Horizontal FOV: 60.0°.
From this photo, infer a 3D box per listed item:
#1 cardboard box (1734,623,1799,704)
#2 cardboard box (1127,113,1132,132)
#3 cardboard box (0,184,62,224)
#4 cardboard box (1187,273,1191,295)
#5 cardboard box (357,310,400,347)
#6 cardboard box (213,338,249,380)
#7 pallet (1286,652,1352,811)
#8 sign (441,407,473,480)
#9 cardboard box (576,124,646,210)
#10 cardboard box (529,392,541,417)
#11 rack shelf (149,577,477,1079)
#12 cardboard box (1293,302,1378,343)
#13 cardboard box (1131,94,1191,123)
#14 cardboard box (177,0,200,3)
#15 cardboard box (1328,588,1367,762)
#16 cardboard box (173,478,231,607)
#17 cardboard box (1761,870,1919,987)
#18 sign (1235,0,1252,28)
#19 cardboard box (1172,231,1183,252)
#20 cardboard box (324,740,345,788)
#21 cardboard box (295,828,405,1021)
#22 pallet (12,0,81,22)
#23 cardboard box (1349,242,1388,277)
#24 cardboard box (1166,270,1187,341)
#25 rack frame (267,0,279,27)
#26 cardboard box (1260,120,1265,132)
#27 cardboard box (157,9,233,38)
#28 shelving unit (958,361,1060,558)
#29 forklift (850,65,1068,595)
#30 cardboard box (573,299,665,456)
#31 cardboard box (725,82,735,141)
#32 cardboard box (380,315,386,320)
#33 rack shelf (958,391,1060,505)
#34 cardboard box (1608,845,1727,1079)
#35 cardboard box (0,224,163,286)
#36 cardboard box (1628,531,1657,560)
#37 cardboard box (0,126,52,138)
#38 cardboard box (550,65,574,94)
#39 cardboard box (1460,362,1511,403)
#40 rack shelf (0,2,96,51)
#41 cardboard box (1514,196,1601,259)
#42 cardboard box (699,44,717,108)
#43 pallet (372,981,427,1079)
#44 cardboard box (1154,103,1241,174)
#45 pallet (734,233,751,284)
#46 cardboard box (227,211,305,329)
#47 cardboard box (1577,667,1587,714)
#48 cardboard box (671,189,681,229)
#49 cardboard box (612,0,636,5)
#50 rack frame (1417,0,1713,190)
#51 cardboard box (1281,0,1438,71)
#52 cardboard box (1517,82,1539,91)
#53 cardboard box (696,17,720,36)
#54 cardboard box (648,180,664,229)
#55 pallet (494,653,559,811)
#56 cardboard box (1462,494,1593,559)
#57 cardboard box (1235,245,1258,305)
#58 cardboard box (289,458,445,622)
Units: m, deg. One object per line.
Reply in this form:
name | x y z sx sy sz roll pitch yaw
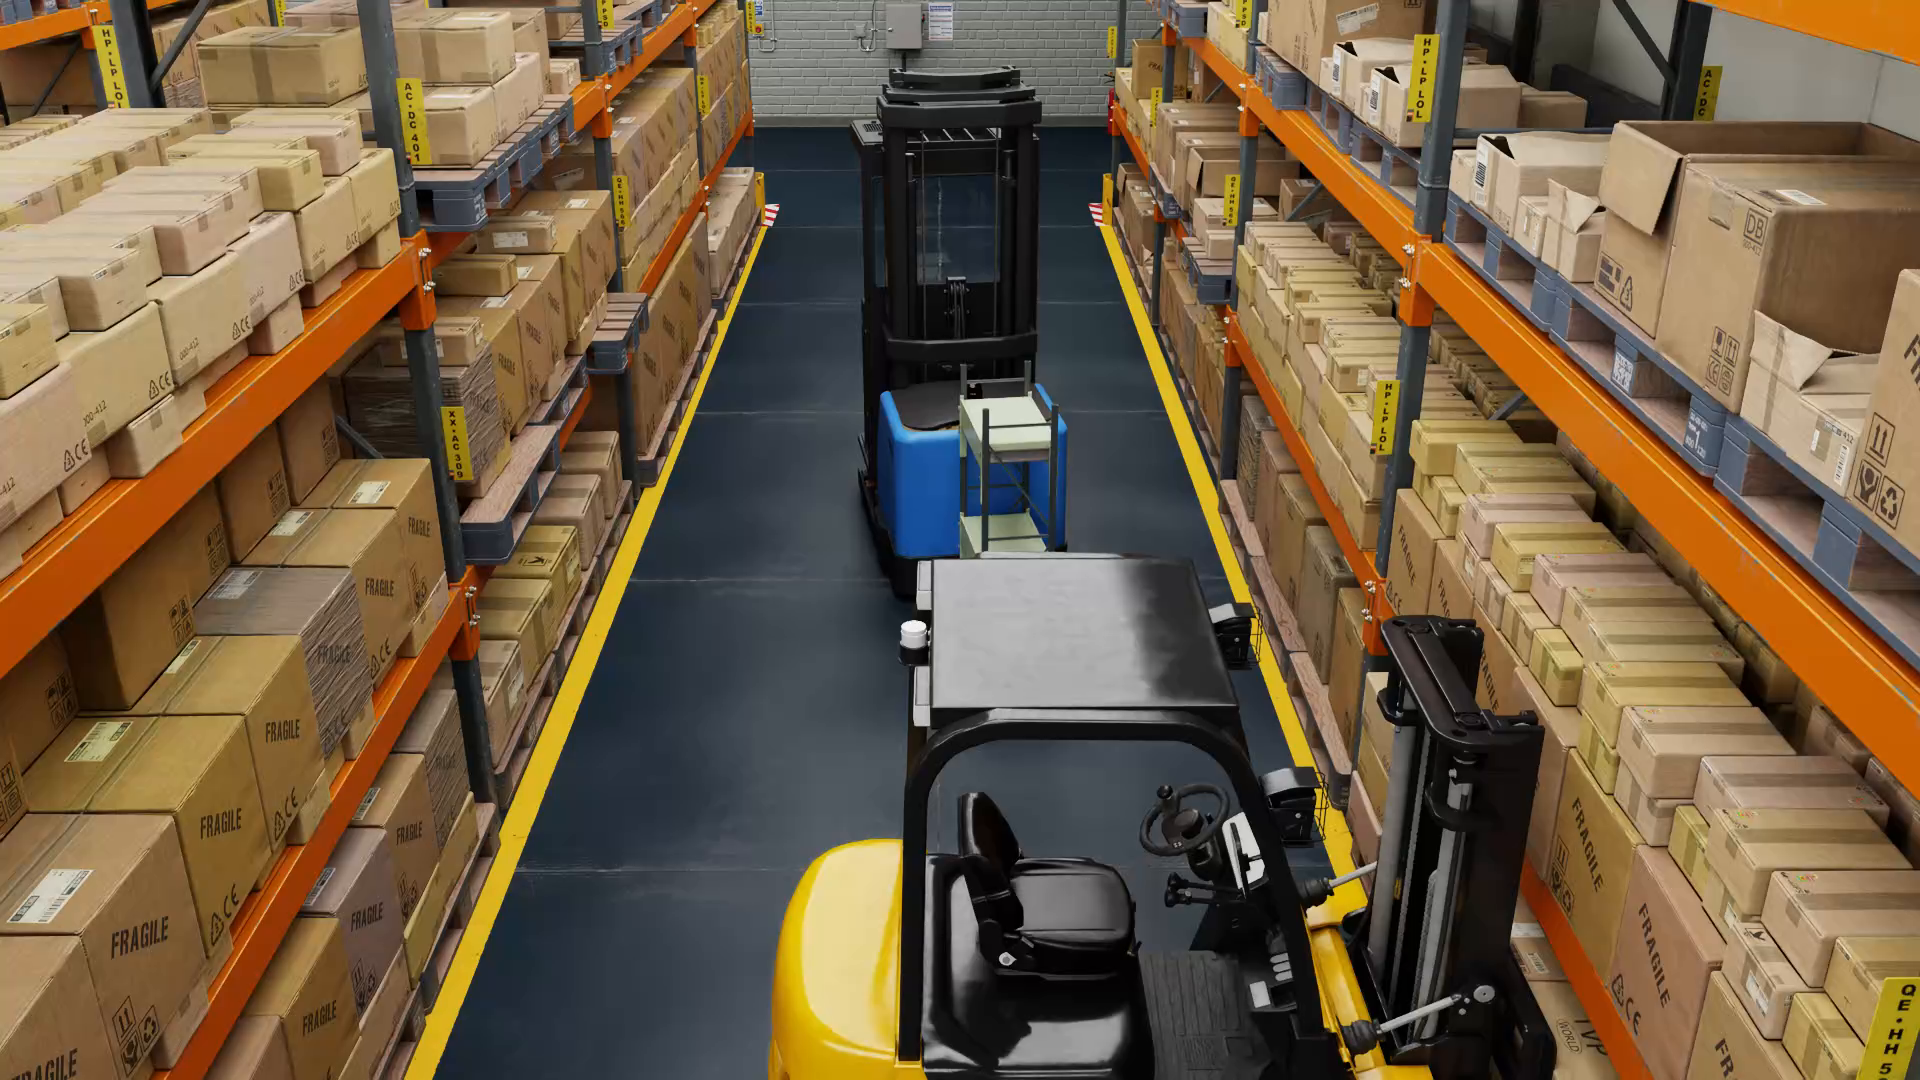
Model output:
cardboard box | 2.581 0.370 5.023 0.380 0.149 0.250 0 24 0
cardboard box | 1.878 -4.188 16.674 0.380 0.149 0.250 -1 24 -2
cardboard box | -2.902 -0.949 4.906 0.380 0.149 0.250 -1 24 -1
cardboard box | 2.043 -2.085 13.457 0.380 0.149 0.250 0 24 -1
cardboard box | -2.889 -0.767 7.815 0.500 0.500 0.500 0 24 0
cardboard box | -2.424 -0.593 5.087 0.380 0.149 0.250 0 24 1
pallet | 2.269 0.942 8.411 1.003 0.211 1.213 0 24 -1
sign | -2.105 -0.401 6.947 0.100 0.325 0.005 0 24 -1
cardboard box | -2.467 -2.559 11.434 0.500 0.500 0.500 0 24 0
cardboard box | -2.373 -0.735 8.530 0.380 0.149 0.250 0 24 0
rack shelf | -2.626 1.151 5.439 1.077 0.370 4.000 0 24 -1
cardboard box | 1.966 -1.141 8.725 0.380 0.149 0.250 -1 24 -2
cardboard box | 1.962 -4.222 16.265 0.500 0.250 0.500 -1 24 -2
cardboard box | -7.988 -5.333 17.205 0.500 0.500 0.500 0 24 -1
cardboard box | 2.299 0.651 8.044 0.875 0.625 0.625 1 24 2
cardboard box | -2.898 -0.038 5.498 0.700 0.500 0.500 -1 24 -2
cardboard box | 2.111 0.898 3.854 0.380 0.149 0.250 0 24 0
sign | 1.729 -3.274 10.082 0.100 0.325 0.005 0 24 -1
cardboard box | 2.017 -2.549 14.122 0.380 0.149 0.250 -1 24 -3
cardboard box | -2.352 0.768 5.716 0.380 0.149 0.250 -1 24 -1
cardboard box | -2.359 1.381 5.974 0.500 0.500 0.500 1 24 2
pallet | -7.783 -4.260 13.117 1.213 0.211 1.003 0 24 -1
cardboard box | 2.534 -1.667 9.887 0.380 0.149 0.250 0 24 -1
cardboard box | 2.024 -1.954 13.955 0.500 0.500 0.500 -1 24 -1
rack frame | -7.727 -4.882 17.905 1.000 3.000 0.127 0 24 -1
cardboard box | 2.493 -3.594 14.878 0.500 0.250 0.500 -1 24 -1
cardboard box | -7.453 -4.908 16.267 0.500 0.500 0.500 1 24 2
shelving unit | 0.257 -0.157 9.278 0.431 1.500 0.755 -4 25 -8
forklift | -0.098 -1.589 10.707 1.130 2.935 3.031 -4 25 -8
cardboard box | -2.616 -1.158 11.739 0.875 0.875 0.875 0 24 -1
cardboard box | -2.484 -4.162 16.192 0.500 0.500 0.500 0 24 1
cardboard box | -2.899 -1.142 7.857 0.380 0.149 0.250 -1 24 -2
rack shelf | 0.257 -0.513 9.117 0.431 0.370 0.720 -4 25 -8
cardboard box | 2.095 1.162 4.419 0.500 0.500 0.500 0 24 1
cardboard box | -2.389 -0.743 4.450 0.380 0.149 0.250 0 24 1
cardboard box | 2.649 0.084 6.016 0.380 0.149 0.250 0 24 0
cardboard box | -7.479 -3.200 13.259 0.380 0.149 0.250 -1 24 -2
cardboard box | -2.467 -2.670 9.679 0.380 0.149 0.250 0 24 -1
cardboard box | 2.574 -0.726 7.806 0.380 0.149 0.250 0 24 -1
rack shelf | -7.662 -3.449 11.968 1.077 0.370 4.000 0 24 -1
cardboard box | 2.025 -1.011 5.380 0.380 0.149 0.250 0 24 1
cardboard box | -2.497 -4.204 15.071 0.500 0.500 0.500 -1 24 -1
pallet | -2.589 2.050 5.962 1.003 0.211 1.213 0 24 -1
cardboard box | 2.010 -3.358 13.904 0.700 0.500 0.500 0 24 1
pallet | -2.681 -2.845 16.784 1.003 0.211 1.213 0 24 -1
cardboard box | -2.376 -0.836 5.140 0.500 0.250 0.500 -1 24 -1
cardboard box | 2.124 0.509 5.077 0.380 0.149 0.250 0 24 -1
cardboard box | -2.487 -2.628 13.102 0.500 0.250 0.500 -1 24 -2
cardboard box | -2.564 -3.971 12.024 0.380 0.166 0.250 2 24 4
rack frame | 2.316 -2.759 5.929 1.000 3.000 0.127 0 24 -1
cardboard box | 2.142 -2.815 8.943 0.700 0.500 0.500 -1 24 -2
cardboard box | 2.380 -1.968 7.495 0.380 0.149 0.250 0 24 -1
cardboard box | -2.477 -4.853 15.719 0.380 0.149 0.250 0 24 0
cardboard box | -2.448 -2.437 12.074 0.500 0.250 0.500 0 24 -1
pallet | -2.658 0.948 8.397 1.003 0.211 1.213 0 24 -1
cardboard box | 2.027 -0.050 5.951 0.380 0.149 0.250 0 24 1
cardboard box | 2.008 -1.649 10.331 0.500 0.250 0.500 0 24 -1
cardboard box | -2.394 0.000 6.628 0.500 0.500 0.500 -1 24 -2
